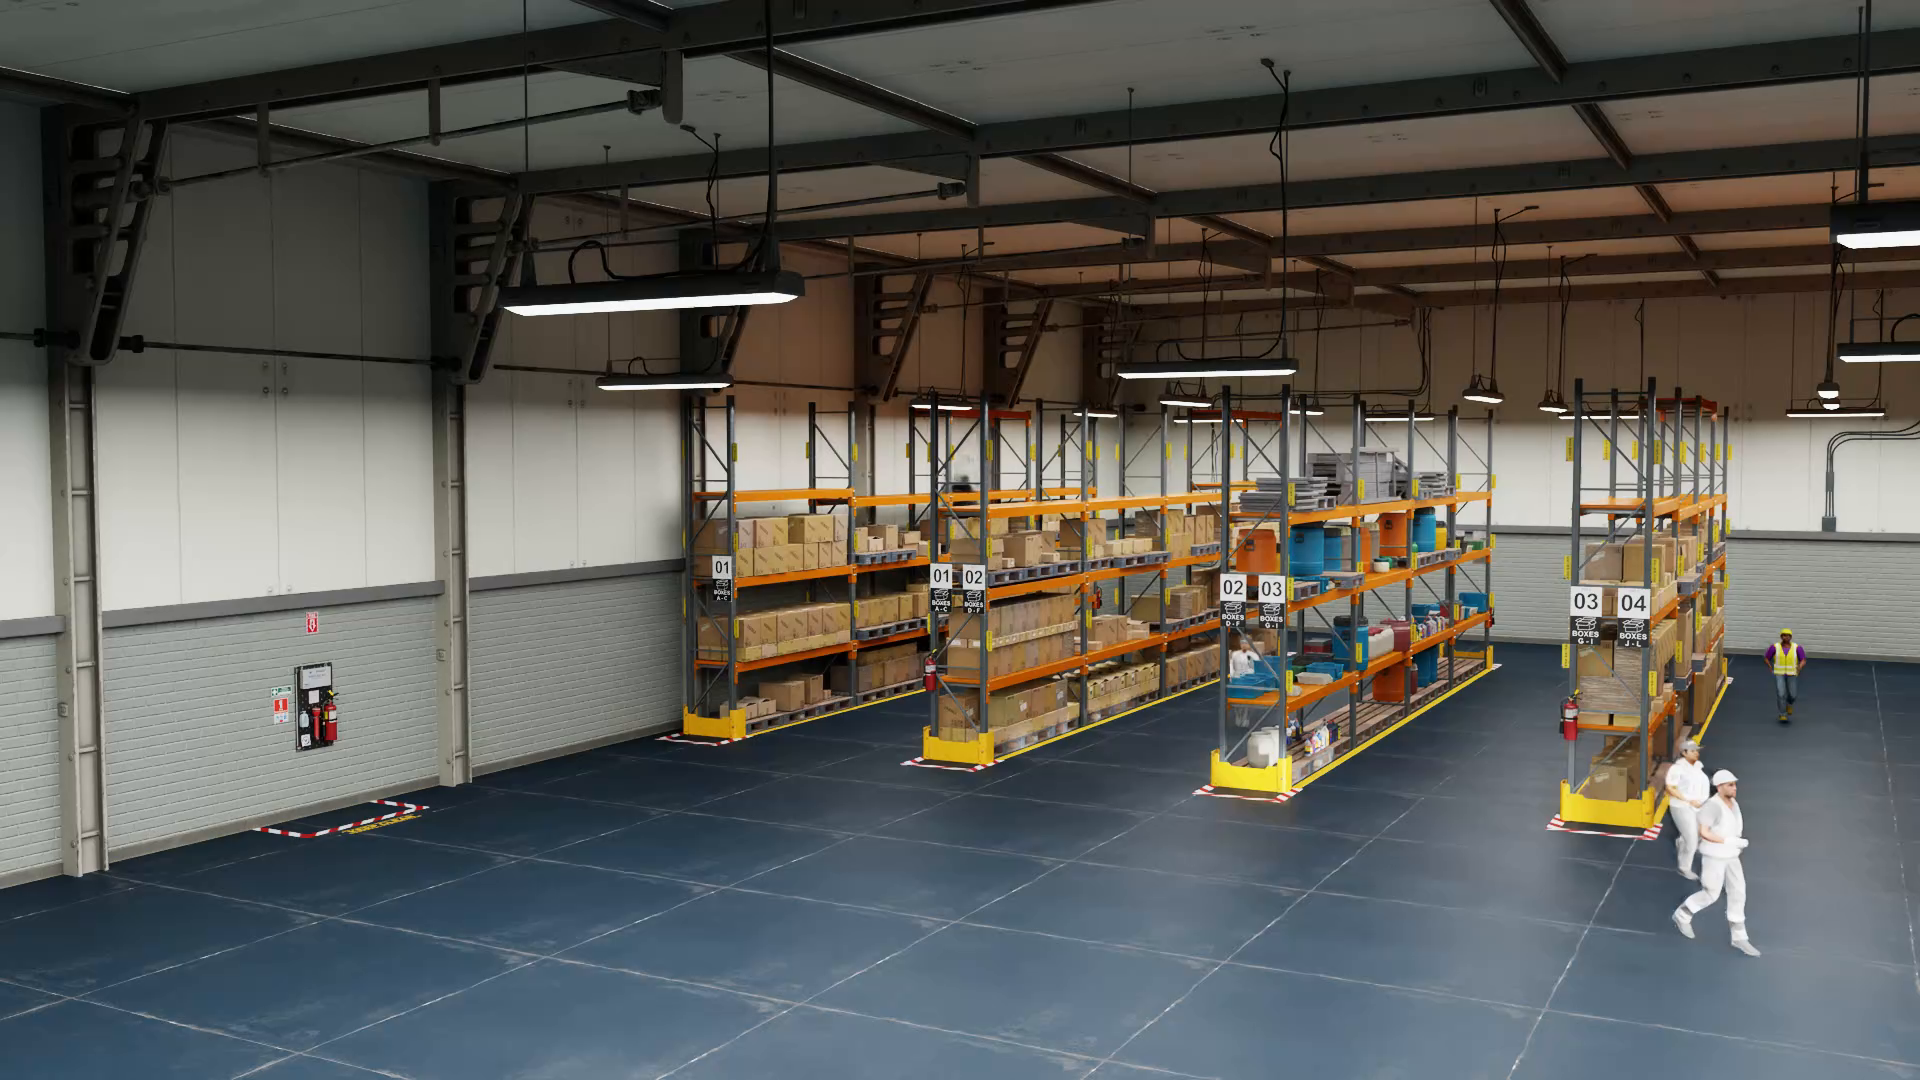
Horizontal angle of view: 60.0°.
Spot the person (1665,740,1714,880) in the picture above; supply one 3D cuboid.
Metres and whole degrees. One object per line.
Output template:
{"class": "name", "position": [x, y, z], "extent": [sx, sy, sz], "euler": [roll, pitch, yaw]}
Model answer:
{"class": "person", "position": [8.605, 3.170, 19.596], "extent": [0.609, 1.628, 0.513], "euler": [-1, 3, -23]}

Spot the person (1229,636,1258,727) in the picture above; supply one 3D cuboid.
{"class": "person", "position": [5.138, 2.564, 30.192], "extent": [0.586, 1.666, 0.633], "euler": [1, 3, 18]}

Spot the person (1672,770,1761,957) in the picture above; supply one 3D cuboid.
{"class": "person", "position": [7.665, 3.213, 16.797], "extent": [0.682, 1.807, 0.883], "euler": [-2, 4, -33]}

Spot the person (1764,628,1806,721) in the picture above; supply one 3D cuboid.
{"class": "person", "position": [15.406, 2.507, 31.062], "extent": [0.700, 1.719, 0.625], "euler": [1, 3, 23]}
